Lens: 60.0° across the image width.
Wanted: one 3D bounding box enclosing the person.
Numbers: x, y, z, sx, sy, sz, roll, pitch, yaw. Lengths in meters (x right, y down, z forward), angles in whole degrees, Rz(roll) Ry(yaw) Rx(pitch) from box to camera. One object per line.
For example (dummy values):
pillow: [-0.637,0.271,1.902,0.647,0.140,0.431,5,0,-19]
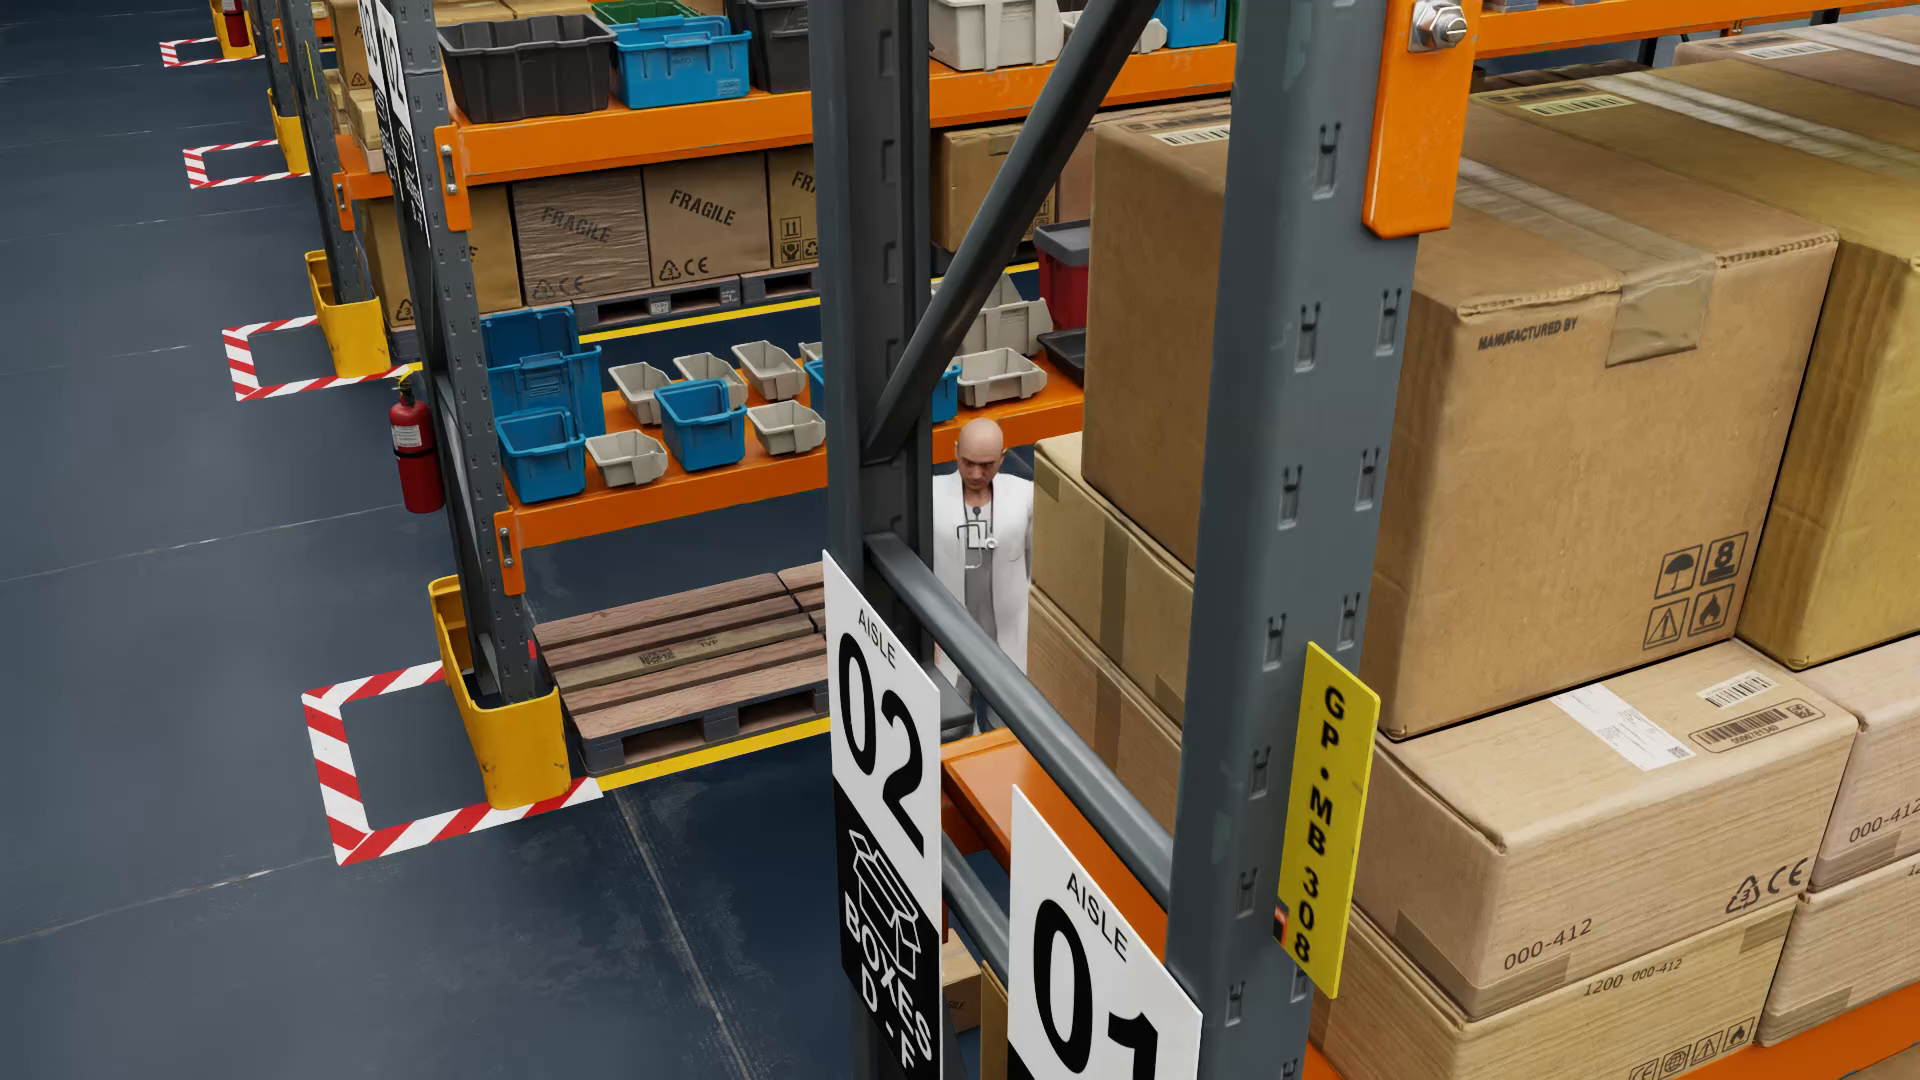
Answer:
person: [0.080,0.327,6.522,0.626,1.759,0.670,0,29,0]
